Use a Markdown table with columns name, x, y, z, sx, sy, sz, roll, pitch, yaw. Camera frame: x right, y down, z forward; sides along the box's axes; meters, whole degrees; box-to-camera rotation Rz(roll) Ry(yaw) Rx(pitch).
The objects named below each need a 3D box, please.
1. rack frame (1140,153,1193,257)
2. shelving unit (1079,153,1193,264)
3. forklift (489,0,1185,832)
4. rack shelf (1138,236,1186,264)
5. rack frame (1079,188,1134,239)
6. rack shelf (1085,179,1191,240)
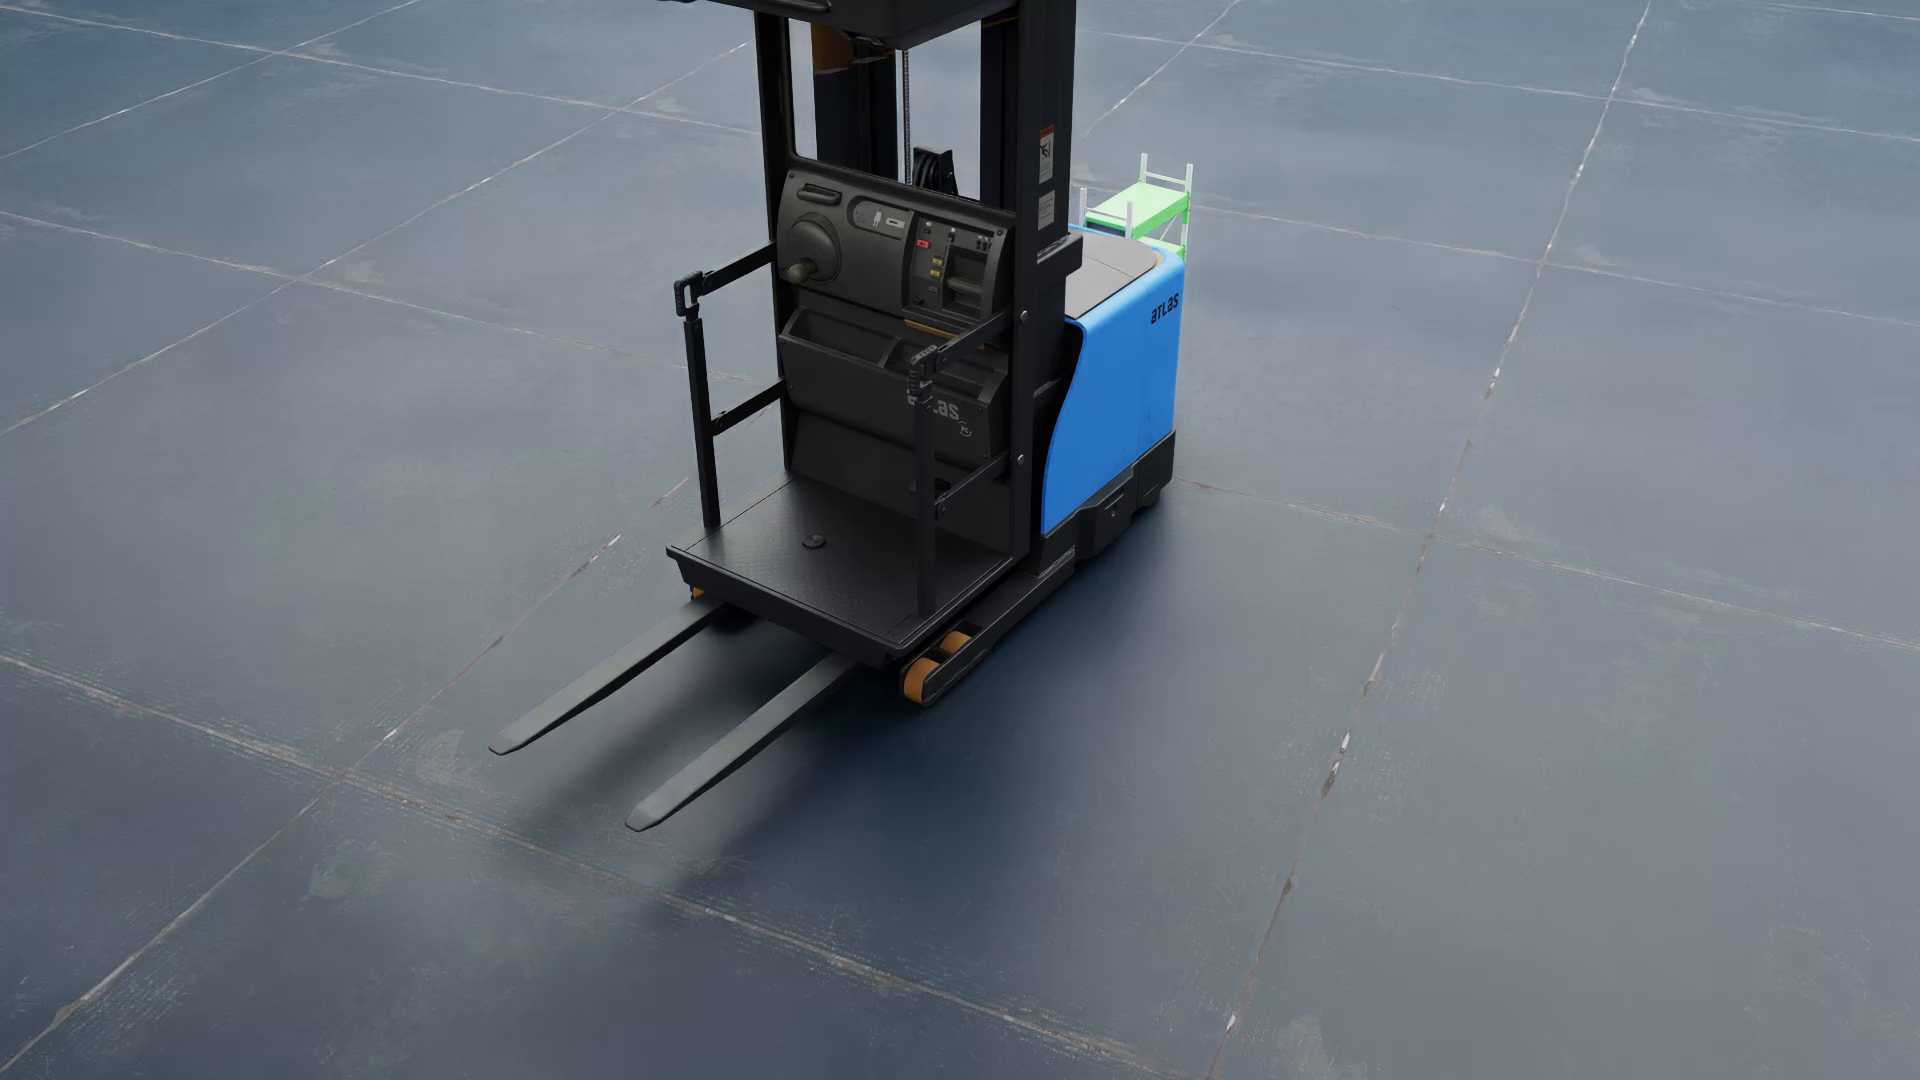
| name | x | y | z | sx | sy | sz | roll | pitch | yaw |
| --- | --- | --- | --- | --- | --- | --- | --- | --- | --- |
| rack frame | 0.872 | -1.102 | 7.336 | 0.240 | 1.200 | 0.015 | 21 | 39 | 29 |
| shelving unit | 0.731 | -0.993 | 7.169 | 0.258 | 1.200 | 0.503 | 21 | 39 | 29 |
| forklift | -0.365 | -0.944 | 5.516 | 1.130 | 2.935 | 3.031 | 21 | 39 | 29 |
| rack shelf | 0.731 | -1.140 | 7.073 | 0.258 | 0.148 | 0.480 | 21 | 39 | 29 |
| rack frame | 0.590 | -0.883 | 7.003 | 0.240 | 1.200 | 0.015 | 21 | 39 | 29 |
| rack shelf | 0.731 | -1.341 | 6.941 | 0.258 | 0.148 | 0.480 | 21 | 39 | 29 |
